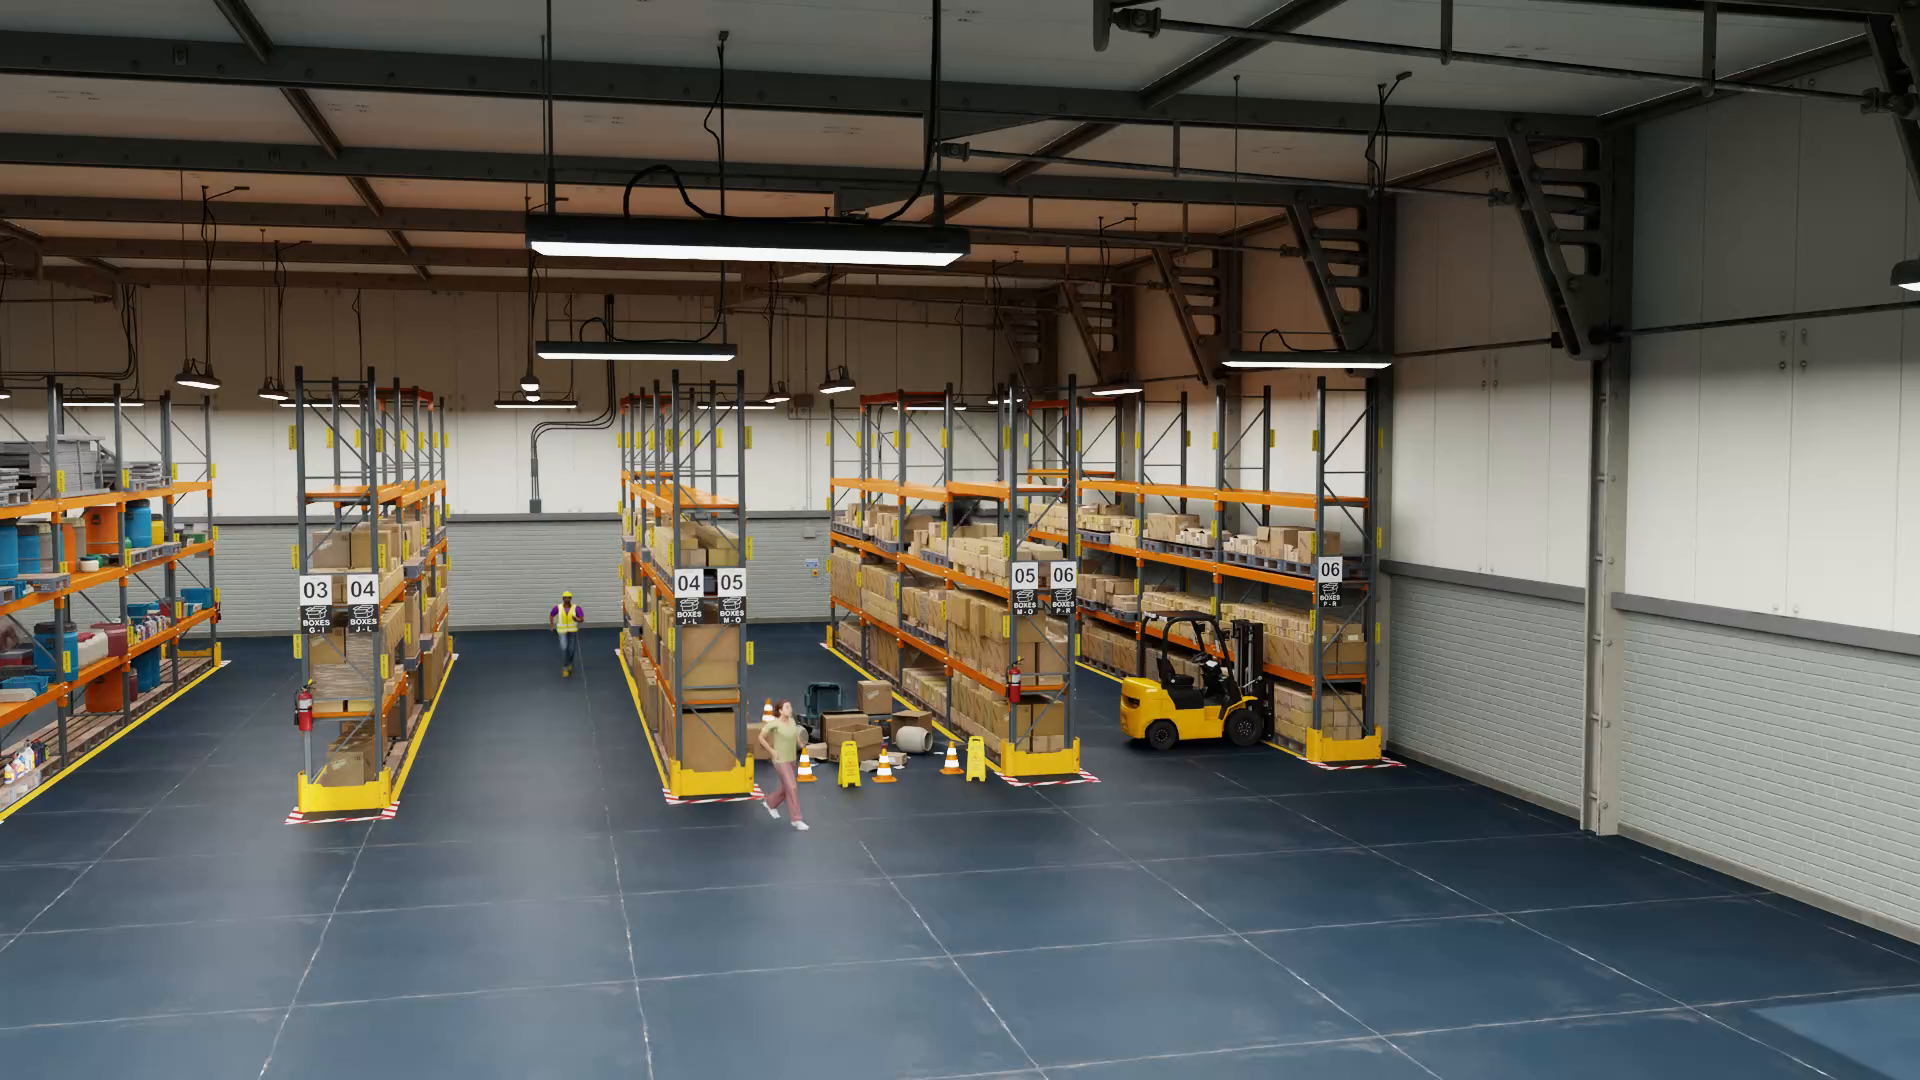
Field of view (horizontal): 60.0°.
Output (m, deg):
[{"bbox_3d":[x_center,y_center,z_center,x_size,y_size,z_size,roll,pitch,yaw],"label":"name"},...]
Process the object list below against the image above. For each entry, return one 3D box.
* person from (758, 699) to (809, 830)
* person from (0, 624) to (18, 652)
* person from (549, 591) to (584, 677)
[{"bbox_3d":[-2.303,2.881,21.557,0.857,1.678,0.586,3,4,37],"label":"person"},{"bbox_3d":[-18.305,2.239,31.566,0.698,1.735,0.633,-1,4,-22],"label":"person"},{"bbox_3d":[-8.365,1.978,35.439,0.691,1.777,0.946,-1,4,-20],"label":"person"}]
